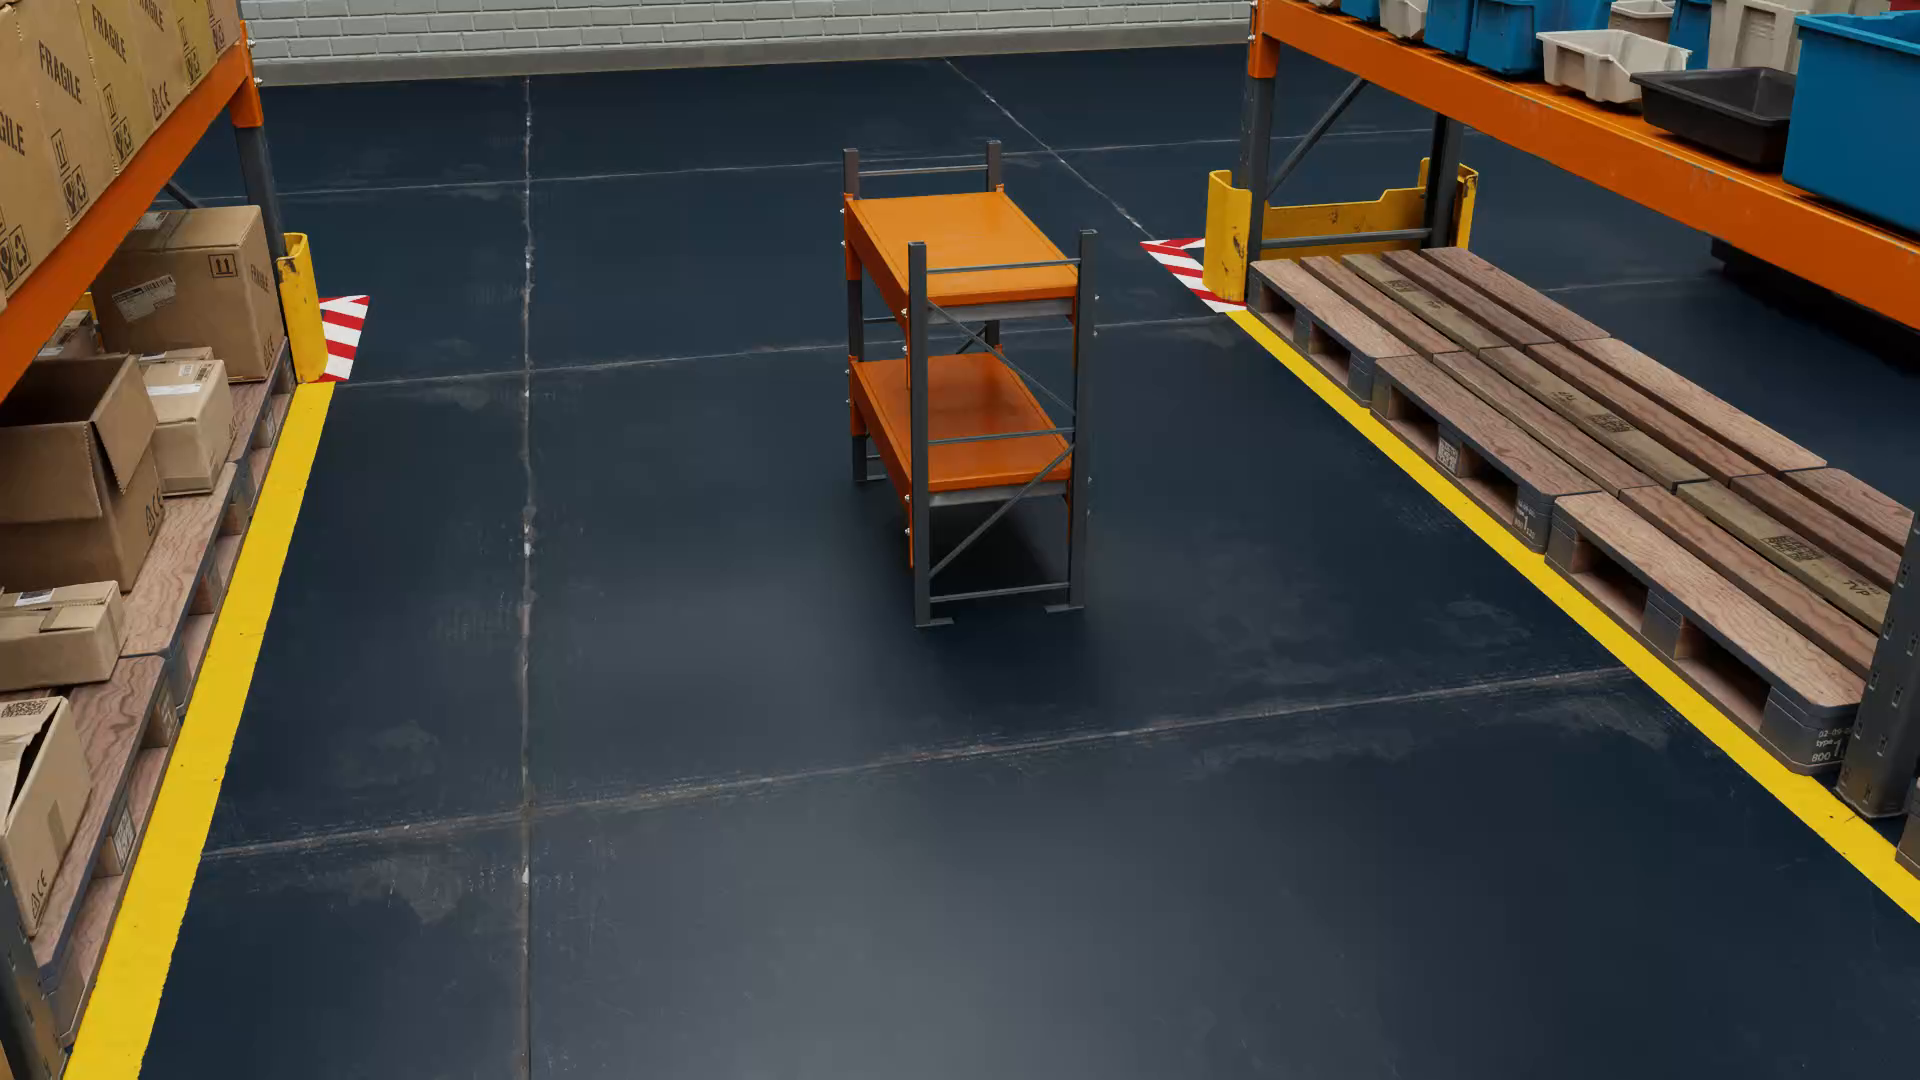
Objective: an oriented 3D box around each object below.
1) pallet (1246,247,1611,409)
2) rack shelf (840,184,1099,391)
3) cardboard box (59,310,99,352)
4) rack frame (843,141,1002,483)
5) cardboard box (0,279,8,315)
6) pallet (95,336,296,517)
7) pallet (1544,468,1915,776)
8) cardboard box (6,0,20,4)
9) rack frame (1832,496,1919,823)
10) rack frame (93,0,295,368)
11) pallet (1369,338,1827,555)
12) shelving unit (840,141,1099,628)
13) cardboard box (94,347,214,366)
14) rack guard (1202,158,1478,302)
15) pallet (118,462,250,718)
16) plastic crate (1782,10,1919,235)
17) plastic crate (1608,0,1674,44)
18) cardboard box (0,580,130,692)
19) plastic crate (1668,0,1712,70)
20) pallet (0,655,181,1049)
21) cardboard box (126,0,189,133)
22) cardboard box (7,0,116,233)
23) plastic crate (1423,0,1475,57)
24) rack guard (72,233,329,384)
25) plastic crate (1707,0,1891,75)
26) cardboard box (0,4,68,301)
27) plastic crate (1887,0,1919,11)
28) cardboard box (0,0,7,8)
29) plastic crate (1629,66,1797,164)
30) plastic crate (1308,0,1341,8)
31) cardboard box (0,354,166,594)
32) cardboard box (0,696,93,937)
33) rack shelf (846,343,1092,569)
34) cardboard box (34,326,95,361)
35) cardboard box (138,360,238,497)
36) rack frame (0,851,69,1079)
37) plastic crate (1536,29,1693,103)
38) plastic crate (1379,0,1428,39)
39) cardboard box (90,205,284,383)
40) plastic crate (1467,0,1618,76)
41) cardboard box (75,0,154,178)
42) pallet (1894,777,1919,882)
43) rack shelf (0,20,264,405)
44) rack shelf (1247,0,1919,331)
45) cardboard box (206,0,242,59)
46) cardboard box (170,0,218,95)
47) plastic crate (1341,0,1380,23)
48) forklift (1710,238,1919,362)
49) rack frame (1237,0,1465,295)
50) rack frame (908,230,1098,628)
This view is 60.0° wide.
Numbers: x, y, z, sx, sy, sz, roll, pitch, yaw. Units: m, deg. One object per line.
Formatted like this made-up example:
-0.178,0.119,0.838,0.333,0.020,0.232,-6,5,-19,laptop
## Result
1.863,-0.894,6.787,1.003,0.211,1.213,-6,27,-12,pallet
-0.002,-0.766,4.871,0.538,0.278,1.000,-6,27,-12,rack shelf
-3.352,-0.708,6.000,0.380,0.149,0.250,-6,27,-12,cardboard box
-0.116,-0.728,5.445,0.500,1.125,0.032,-6,27,-12,rack frame
-2.059,-0.543,2.887,0.500,0.500,0.500,-5,27,-10,cardboard box
-2.914,-0.375,5.759,1.003,0.211,1.213,-6,27,-12,pallet
2.413,0.177,4.665,1.003,0.211,1.213,-6,27,-12,pallet
-2.274,-1.426,3.526,0.500,0.500,0.500,-7,28,-13,cardboard box
2.617,-0.749,3.404,1.000,3.000,0.127,-6,27,-12,rack frame
-3.111,-2.003,5.890,1.000,3.000,0.127,-6,27,-12,rack frame
2.135,-0.359,5.728,1.003,0.211,1.213,-6,27,-12,pallet
-0.002,-0.505,5.002,0.538,1.125,1.048,-6,27,-12,shelving unit
-2.745,-0.534,5.636,0.380,0.166,0.250,-6,27,-12,cardboard box
1.697,-1.398,7.465,1.175,0.500,0.348,-6,27,-12,rack guard
-2.642,0.159,4.700,1.003,0.211,1.213,-6,27,-12,pallet
2.179,-0.939,3.732,0.392,0.384,0.575,-6,27,-12,plastic crate
2.298,-1.698,5.510,0.298,0.136,0.250,-6,27,-12,plastic crate
-2.298,0.236,4.109,0.380,0.166,0.250,-6,27,-12,cardboard box
2.428,-1.581,5.173,0.416,0.233,0.300,-6,27,-12,plastic crate
-2.364,0.696,3.637,1.003,0.211,1.213,-6,27,-12,pallet
-2.518,-1.432,4.647,0.500,0.500,0.500,-6,27,-11,cardboard box
-2.288,-0.988,3.767,0.500,0.500,0.500,-6,27,-12,cardboard box
1.747,-1.737,5.482,0.416,0.233,0.300,-6,27,-12,plastic crate
-3.094,-0.854,6.387,1.175,0.500,0.348,-6,27,-12,rack guard
2.452,-1.412,4.783,0.437,0.282,0.530,-6,27,-12,plastic crate
-2.178,-0.768,3.331,0.500,0.500,0.500,-5,27,-11,cardboard box
2.660,-1.221,4.204,0.402,0.464,0.583,-6,27,-12,plastic crate
-2.159,-1.200,3.078,0.500,0.500,0.500,-7,28,-13,cardboard box
2.103,-1.117,4.372,0.437,0.125,0.590,-6,27,-12,plastic crate
1.442,-2.123,6.353,0.250,0.136,0.298,-6,27,-12,plastic crate
-2.638,-0.154,4.508,0.797,0.503,0.637,-6,27,-12,cardboard box
-2.094,0.550,3.326,0.500,0.311,0.500,-6,27,-12,cardboard box
-0.002,-0.287,5.113,0.538,0.278,1.000,-6,27,-12,rack shelf
-3.153,-0.485,5.446,0.500,0.250,0.500,-6,27,-12,cardboard box
-2.564,-0.338,5.155,0.500,0.250,0.500,-6,27,-12,cardboard box
-2.210,-0.247,2.411,1.000,3.000,0.127,-6,27,-12,rack frame
1.932,-1.392,4.904,0.293,0.136,0.466,-6,27,-12,plastic crate
1.595,-1.825,5.763,0.250,0.136,0.298,-6,27,-12,plastic crate
-2.749,-0.870,5.931,0.500,0.500,0.500,-6,27,-12,cardboard box
1.815,-1.605,5.220,0.416,0.233,0.300,-6,27,-12,plastic crate
-2.404,-1.211,4.209,0.500,0.500,0.500,-6,27,-12,cardboard box
2.750,0.839,3.353,1.003,0.211,1.213,-6,27,-12,pallet
-2.661,-0.804,4.313,1.077,0.370,4.000,-6,27,-12,rack shelf
2.166,-1.306,5.306,1.077,0.370,4.000,-6,27,-12,rack shelf
-2.745,-1.879,5.533,0.500,0.500,0.500,-5,27,-10,cardboard box
-2.625,-1.652,5.082,0.500,0.500,0.500,-6,27,-11,cardboard box
1.599,-2.026,6.054,0.416,0.233,0.300,-6,27,-12,plastic crate
4.301,-1.981,5.922,1.130,2.935,3.031,-6,27,-11,forklift
1.715,-2.505,6.883,1.000,3.000,0.127,-6,27,-12,rack frame
0.113,-0.282,4.560,0.500,1.125,0.032,-6,27,-12,rack frame
